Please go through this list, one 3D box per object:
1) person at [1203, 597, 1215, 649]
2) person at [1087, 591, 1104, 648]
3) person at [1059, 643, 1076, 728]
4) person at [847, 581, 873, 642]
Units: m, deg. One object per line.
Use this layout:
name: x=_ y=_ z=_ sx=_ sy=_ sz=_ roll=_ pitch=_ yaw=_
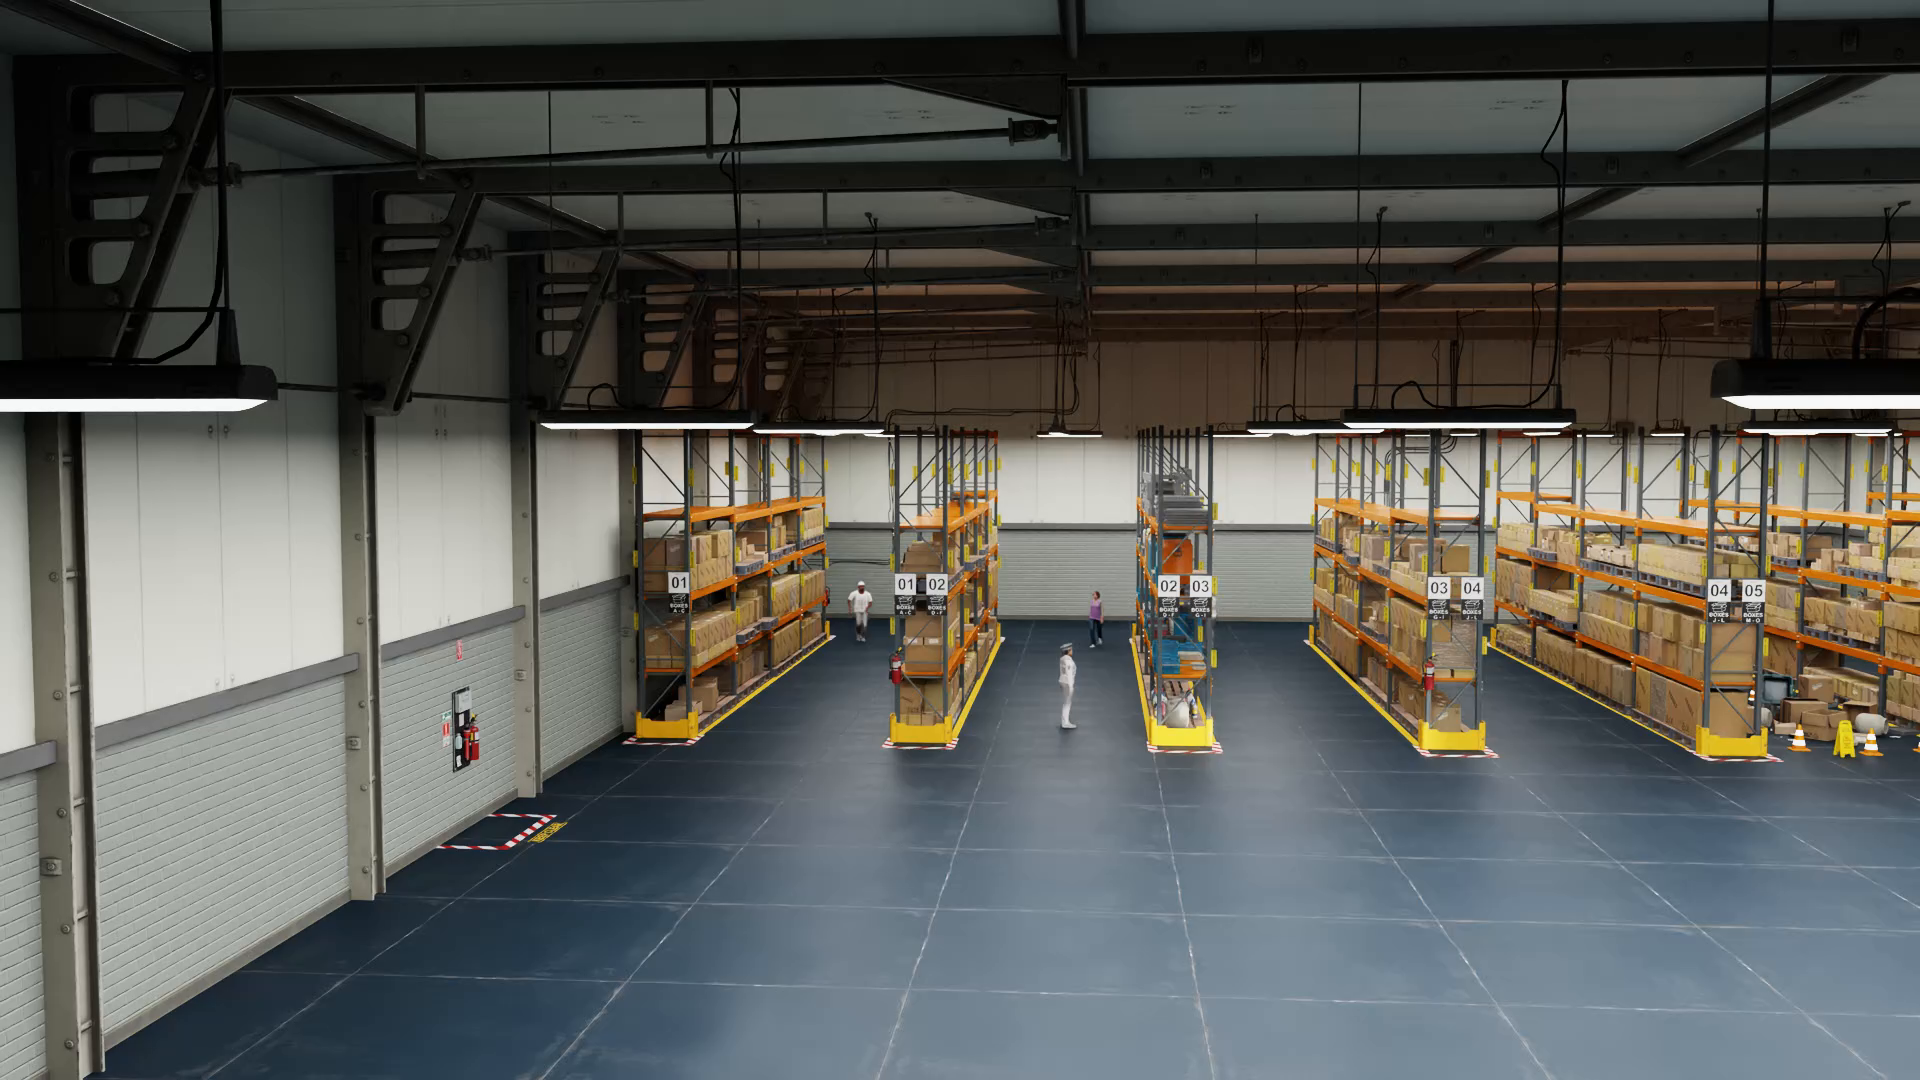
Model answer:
person: x=6.803 y=2.147 z=45.509 sx=0.374 sy=1.680 sz=0.456 roll=0 pitch=3 yaw=8
person: x=3.752 y=2.179 z=45.915 sx=0.473 sy=1.549 sz=0.795 roll=1 pitch=3 yaw=10
person: x=2.169 y=2.914 z=33.117 sx=0.375 sy=1.728 sz=0.535 roll=-1 pitch=3 yaw=-11
person: x=-2.811 y=2.044 z=47.073 sx=0.709 sy=1.741 sz=0.497 roll=-1 pitch=3 yaw=-9
